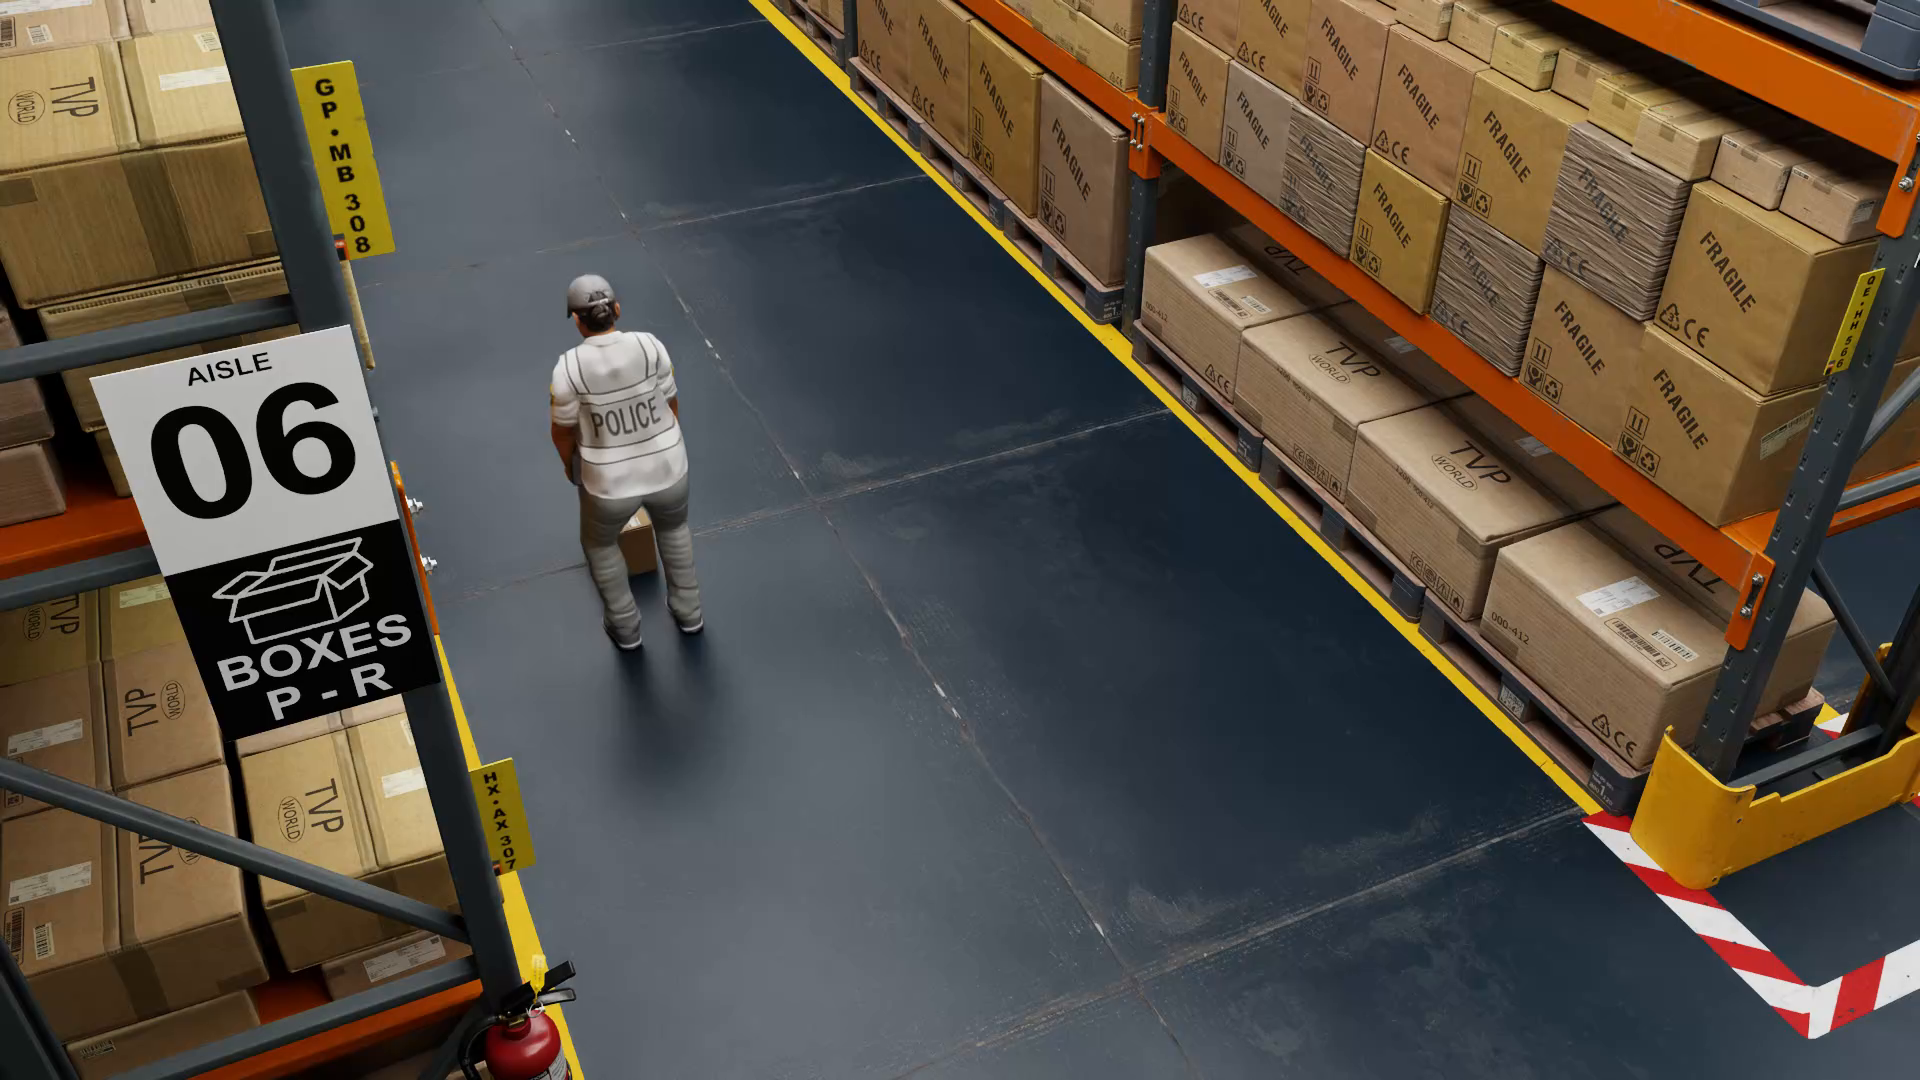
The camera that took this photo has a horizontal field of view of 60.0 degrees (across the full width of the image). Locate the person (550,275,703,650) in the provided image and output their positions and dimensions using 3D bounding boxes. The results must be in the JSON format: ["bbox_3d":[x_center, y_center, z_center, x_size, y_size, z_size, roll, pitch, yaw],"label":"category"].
[{"bbox_3d":[-1.329,-0.274,6.563,0.500,1.610,0.496,-15,40,-19],"label":"person"}]
